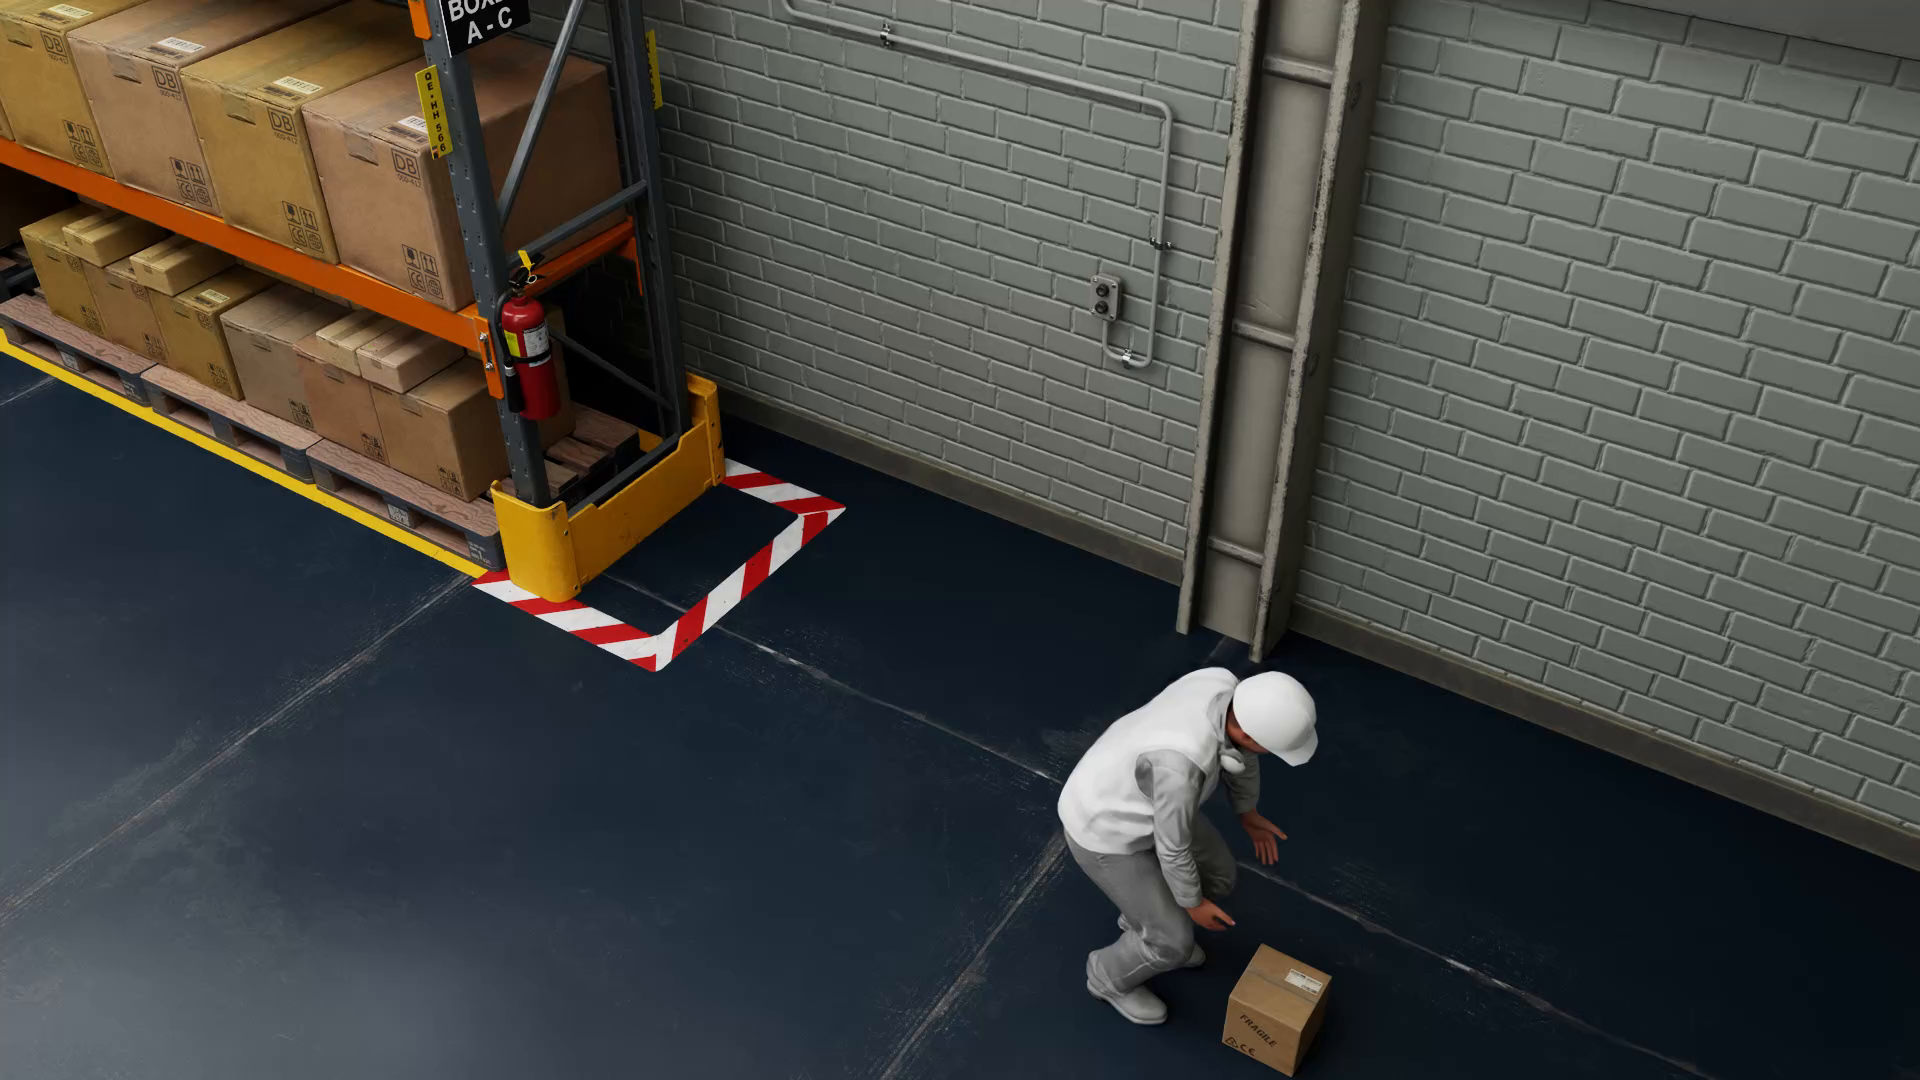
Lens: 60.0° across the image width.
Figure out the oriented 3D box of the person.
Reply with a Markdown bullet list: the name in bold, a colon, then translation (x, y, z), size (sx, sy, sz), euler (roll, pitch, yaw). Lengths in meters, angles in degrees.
- **person**: translation (0.696, 0.899, 5.231), size (0.734, 1.478, 0.591), euler (22, 43, 25)
